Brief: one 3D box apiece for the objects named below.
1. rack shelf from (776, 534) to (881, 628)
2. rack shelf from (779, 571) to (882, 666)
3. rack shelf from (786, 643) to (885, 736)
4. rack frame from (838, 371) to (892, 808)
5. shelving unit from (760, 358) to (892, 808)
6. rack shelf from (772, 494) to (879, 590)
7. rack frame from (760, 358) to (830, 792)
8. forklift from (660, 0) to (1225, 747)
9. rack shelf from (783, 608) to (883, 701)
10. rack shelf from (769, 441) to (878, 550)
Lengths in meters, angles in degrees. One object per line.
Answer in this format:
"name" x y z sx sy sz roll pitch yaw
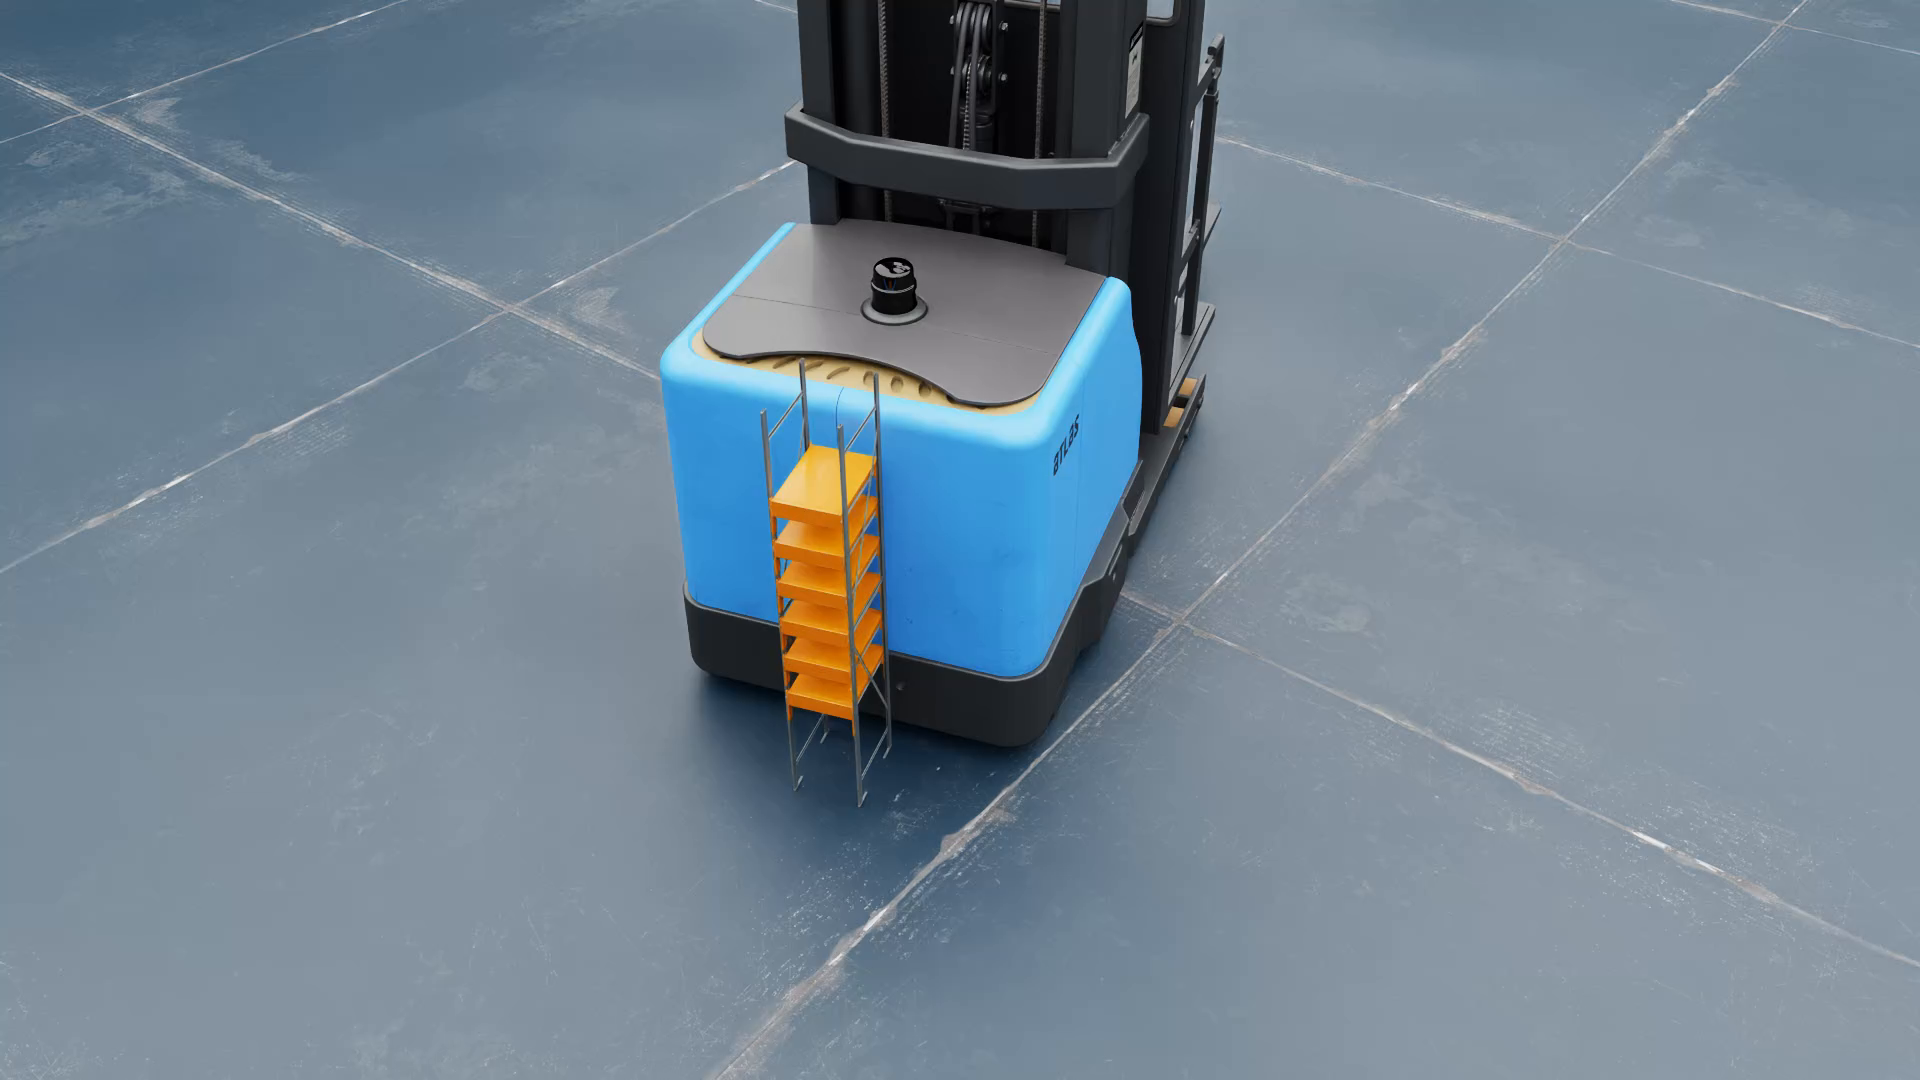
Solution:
"rack shelf" -0.313 0.081 4.051 0.180 0.103 0.258 12 40 14
"rack shelf" -0.313 0.176 4.124 0.180 0.103 0.258 12 40 14
"rack shelf" -0.313 0.365 4.272 0.180 0.103 0.258 12 40 14
"rack frame" -0.226 0.158 4.074 0.006 1.200 0.240 12 40 14
"shelving unit" -0.313 0.141 4.097 0.189 1.200 0.258 12 40 14
"rack shelf" -0.313 -0.013 3.977 0.180 0.103 0.258 12 40 14
"rack frame" -0.400 0.123 4.120 0.006 1.200 0.240 12 40 14
"forklift" 0.209 -1.515 4.808 1.130 2.935 3.031 12 40 15
"rack shelf" -0.313 0.270 4.198 0.180 0.103 0.258 12 40 14
"rack shelf" -0.313 -0.108 3.903 0.180 0.103 0.258 12 40 14
